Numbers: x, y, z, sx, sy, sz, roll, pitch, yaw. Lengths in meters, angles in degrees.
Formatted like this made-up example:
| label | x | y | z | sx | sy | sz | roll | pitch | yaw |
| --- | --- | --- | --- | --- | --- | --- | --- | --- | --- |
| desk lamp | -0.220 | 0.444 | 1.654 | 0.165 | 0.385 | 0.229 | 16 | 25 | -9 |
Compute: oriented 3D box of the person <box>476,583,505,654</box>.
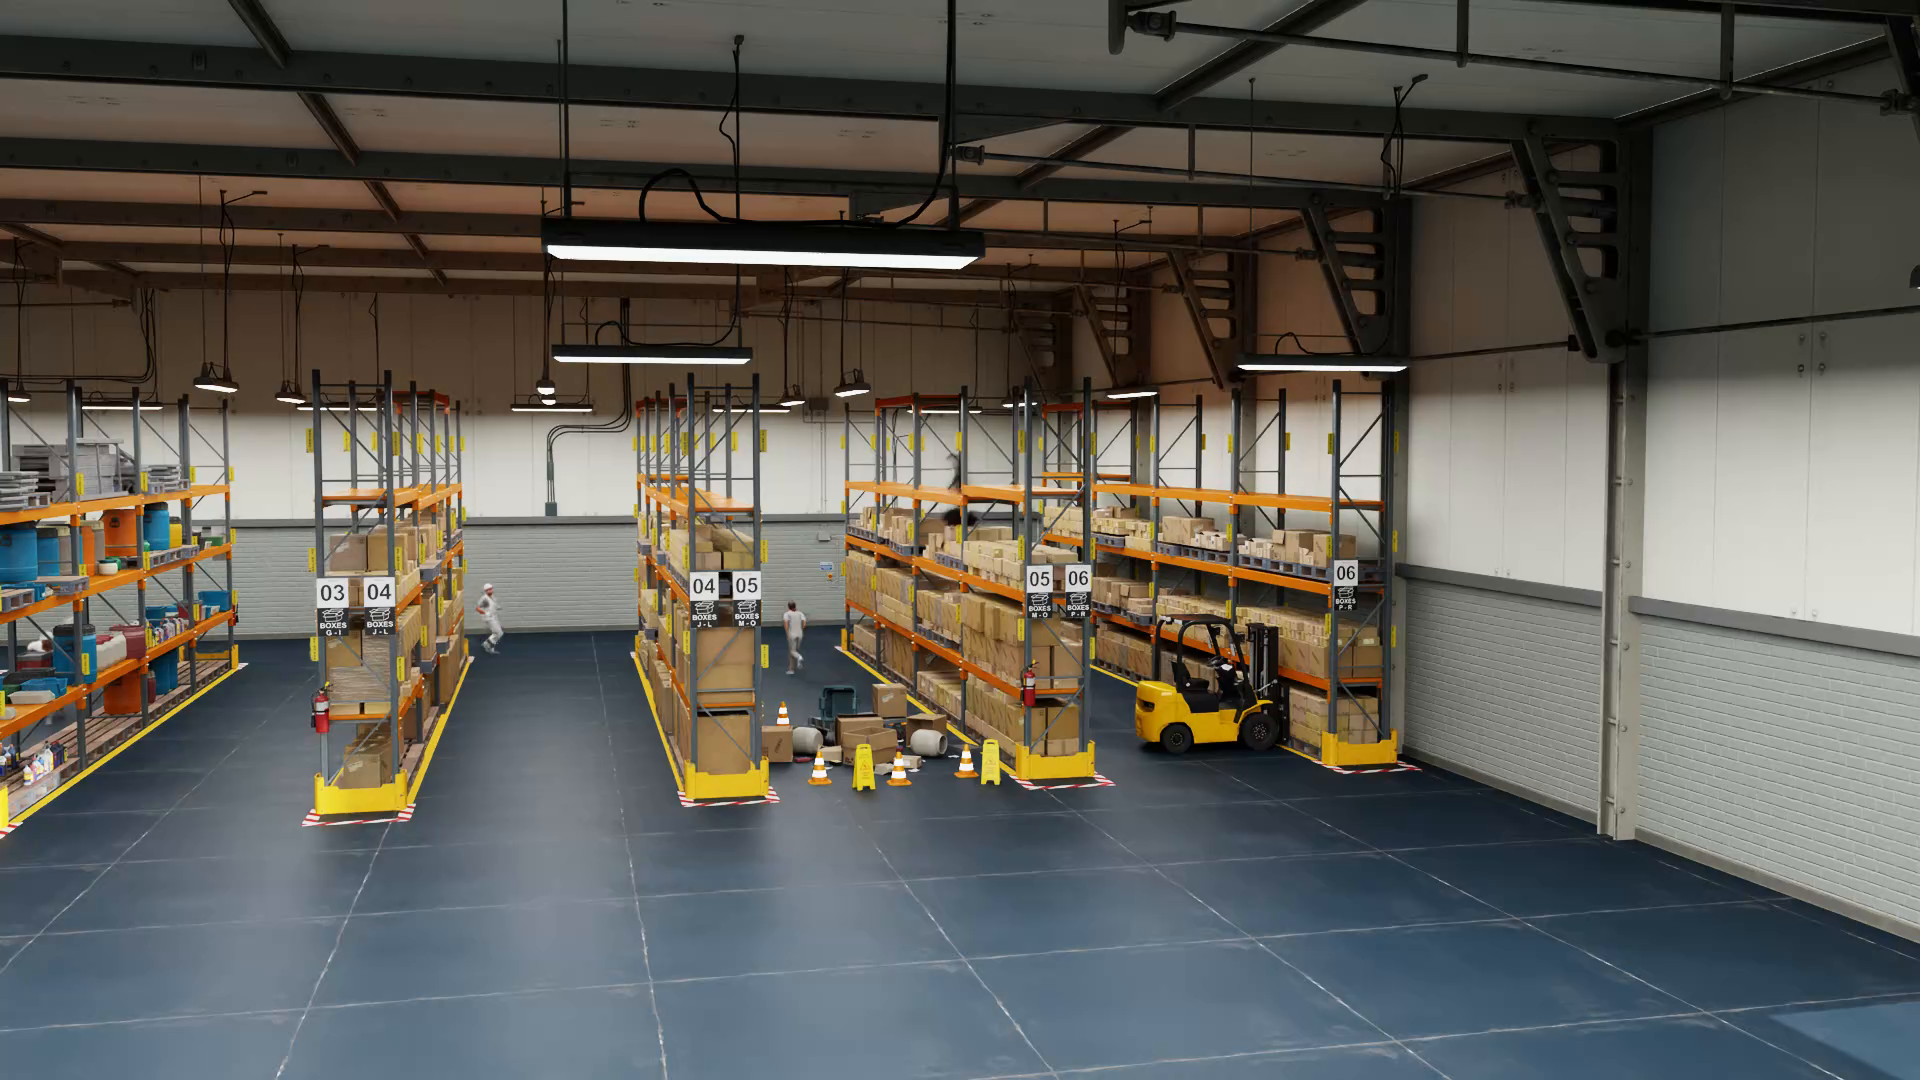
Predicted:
| label | x | y | z | sx | sy | sz | roll | pitch | yaw |
| --- | --- | --- | --- | --- | --- | --- | --- | --- | --- |
| person | -11.096 | 1.877 | 39.428 | 0.537 | 1.706 | 0.704 | 0 | 3 | 3 |

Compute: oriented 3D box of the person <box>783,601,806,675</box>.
| label | x | y | z | sx | sy | sz | roll | pitch | yaw |
| --- | --- | --- | --- | --- | --- | --- | --- | --- | --- |
| person | -3.533 | 2.138 | 35.927 | 0.538 | 1.617 | 0.787 | -1 | 4 | -24 |

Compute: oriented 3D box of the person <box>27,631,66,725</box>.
| label | x | y | z | sx | sy | sz | roll | pitch | yaw |
| --- | --- | --- | --- | --- | --- | --- | --- | --- | --- |
| person | -16.401 | 2.454 | 30.018 | 0.746 | 1.715 | 1.060 | -1 | 3 | -15 |
